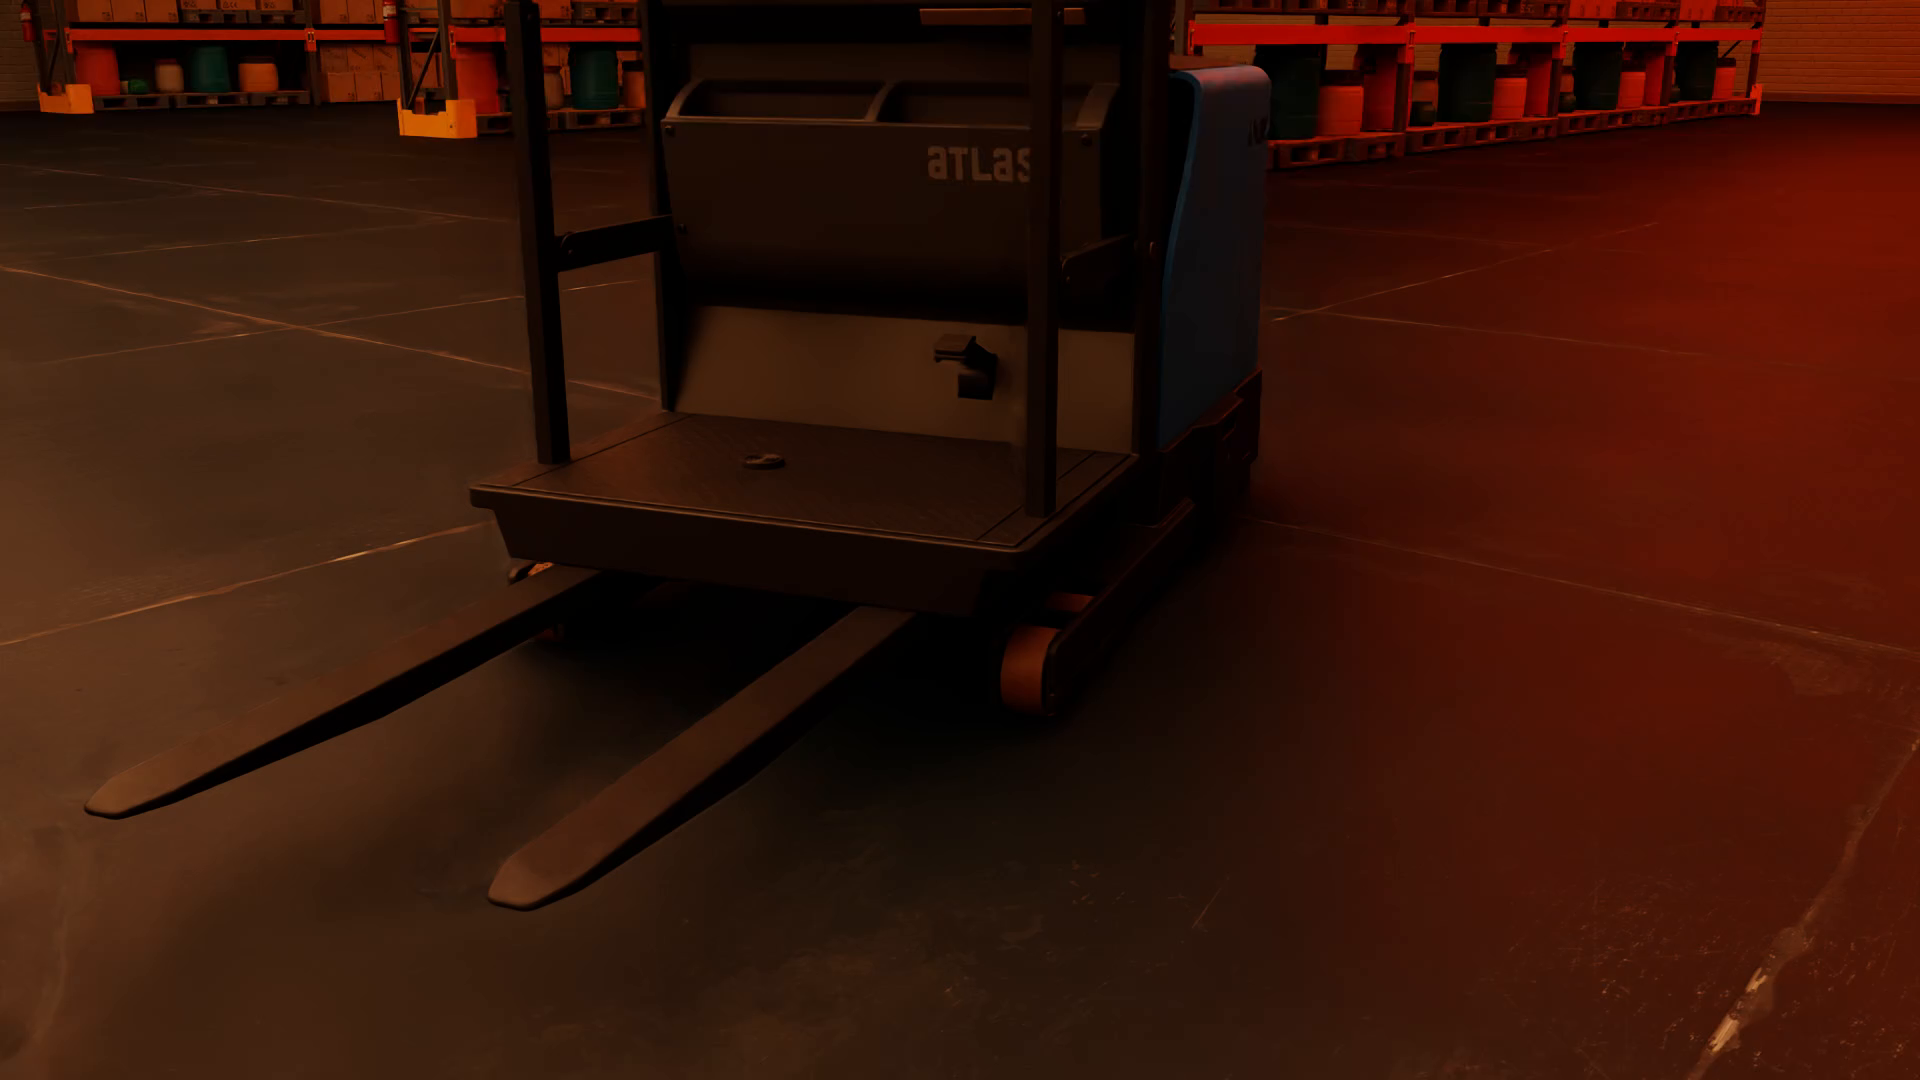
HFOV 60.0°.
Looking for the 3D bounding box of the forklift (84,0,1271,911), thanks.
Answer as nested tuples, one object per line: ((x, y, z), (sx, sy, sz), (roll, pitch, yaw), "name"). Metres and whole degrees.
((-0.224, -1.227, 2.939), (1.130, 2.935, 3.031), (7, 18, 21), "forklift")
